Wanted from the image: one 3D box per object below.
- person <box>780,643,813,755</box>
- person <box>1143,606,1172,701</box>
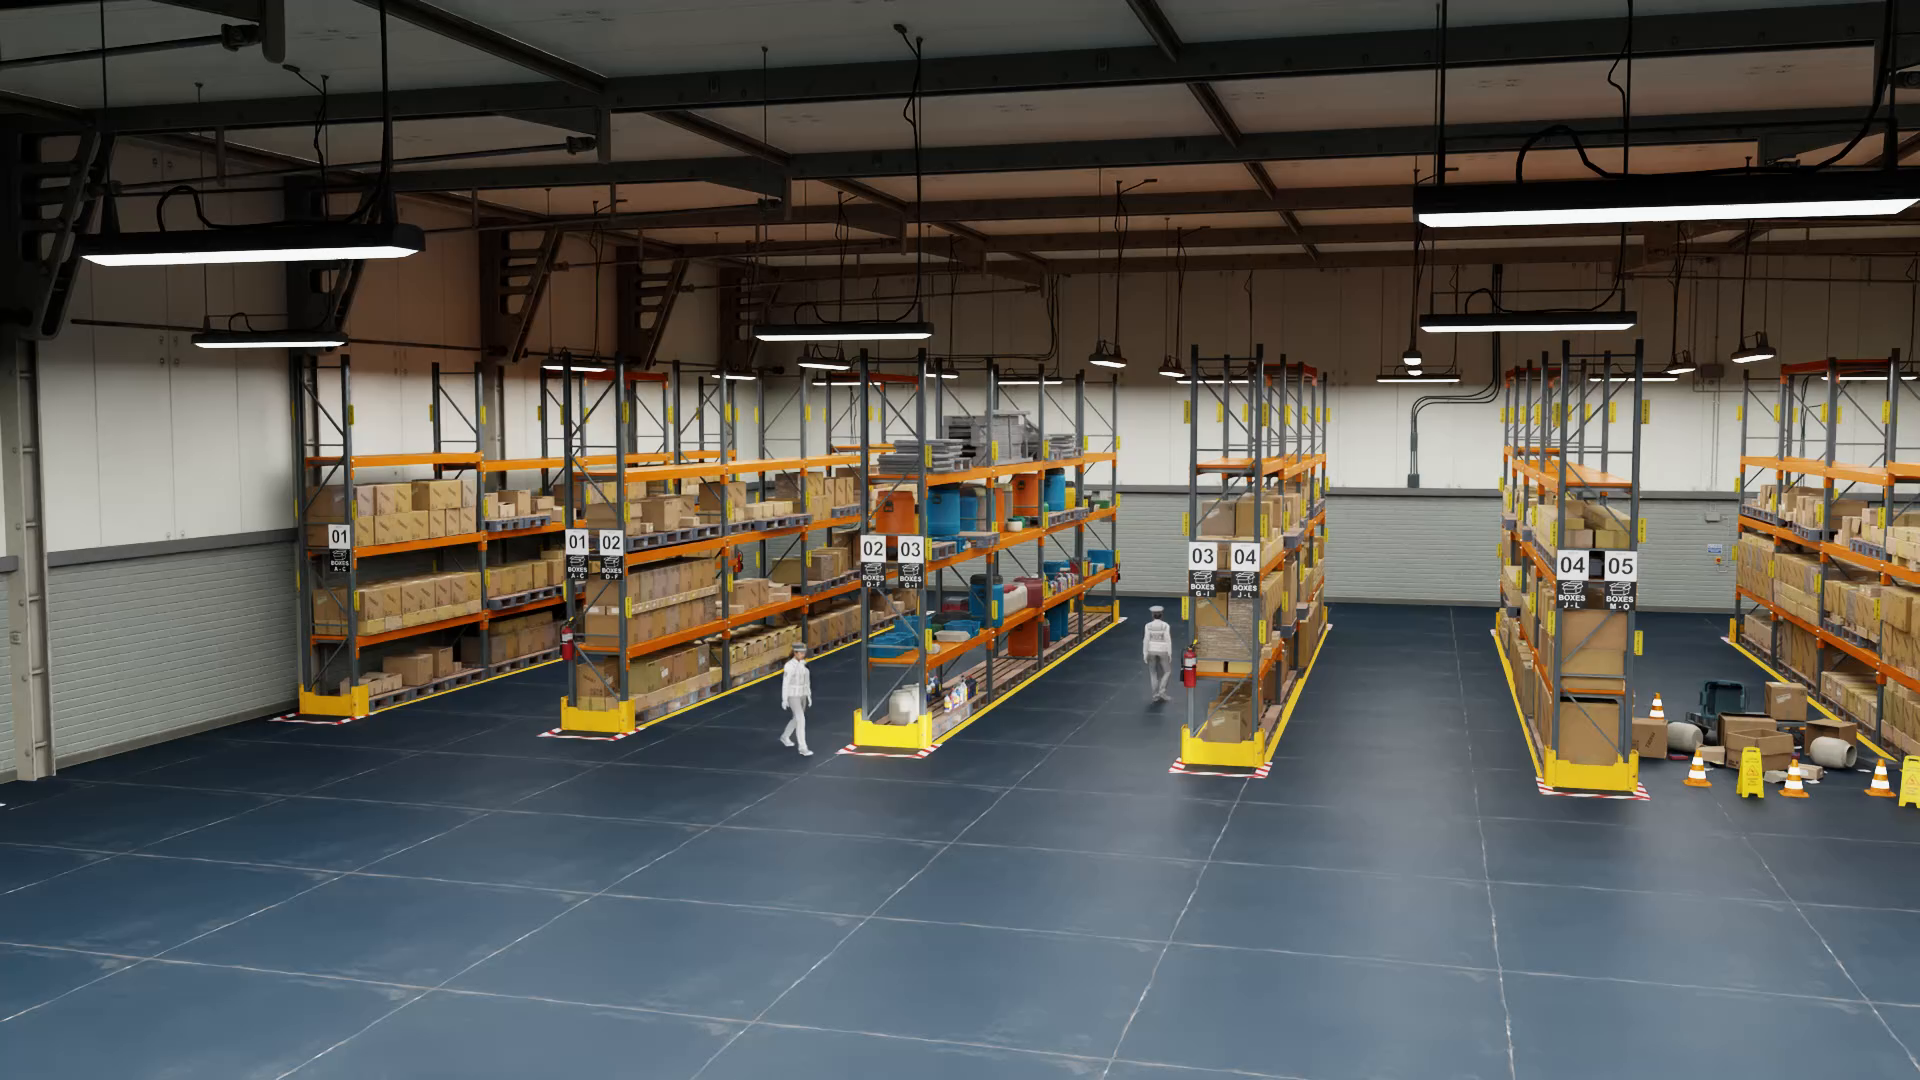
[{"bbox_3d":[-2.434,2.330,24.748,0.854,1.624,0.489,3,5,32],"label":"person"},{"bbox_3d":[3.448,1.996,29.045,0.512,1.674,0.516,1,4,14],"label":"person"}]
